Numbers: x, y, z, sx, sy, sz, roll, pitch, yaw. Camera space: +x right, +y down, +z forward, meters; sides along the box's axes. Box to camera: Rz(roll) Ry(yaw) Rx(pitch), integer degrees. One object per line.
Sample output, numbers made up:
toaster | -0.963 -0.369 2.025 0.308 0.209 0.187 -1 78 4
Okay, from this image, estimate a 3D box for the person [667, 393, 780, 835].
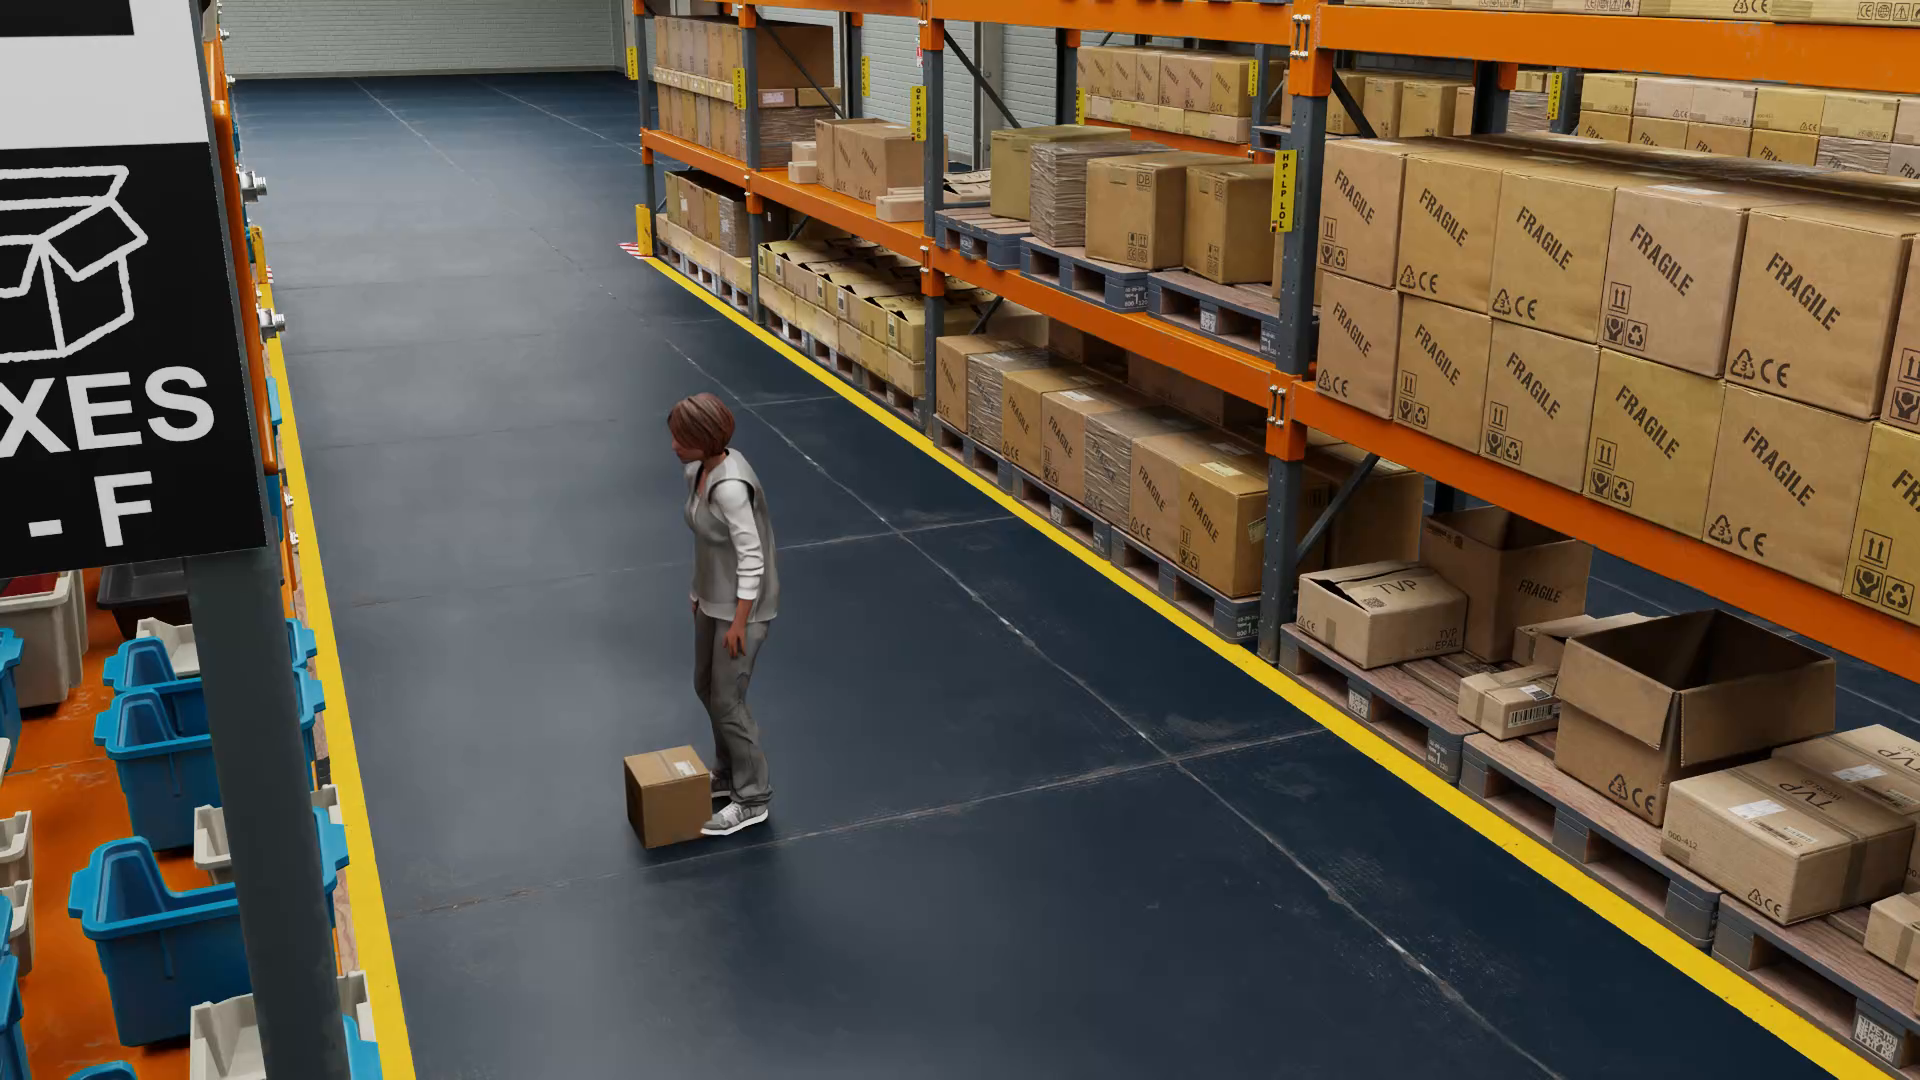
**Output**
person | -0.826 0.251 5.858 0.348 1.592 0.466 -9 21 -24
